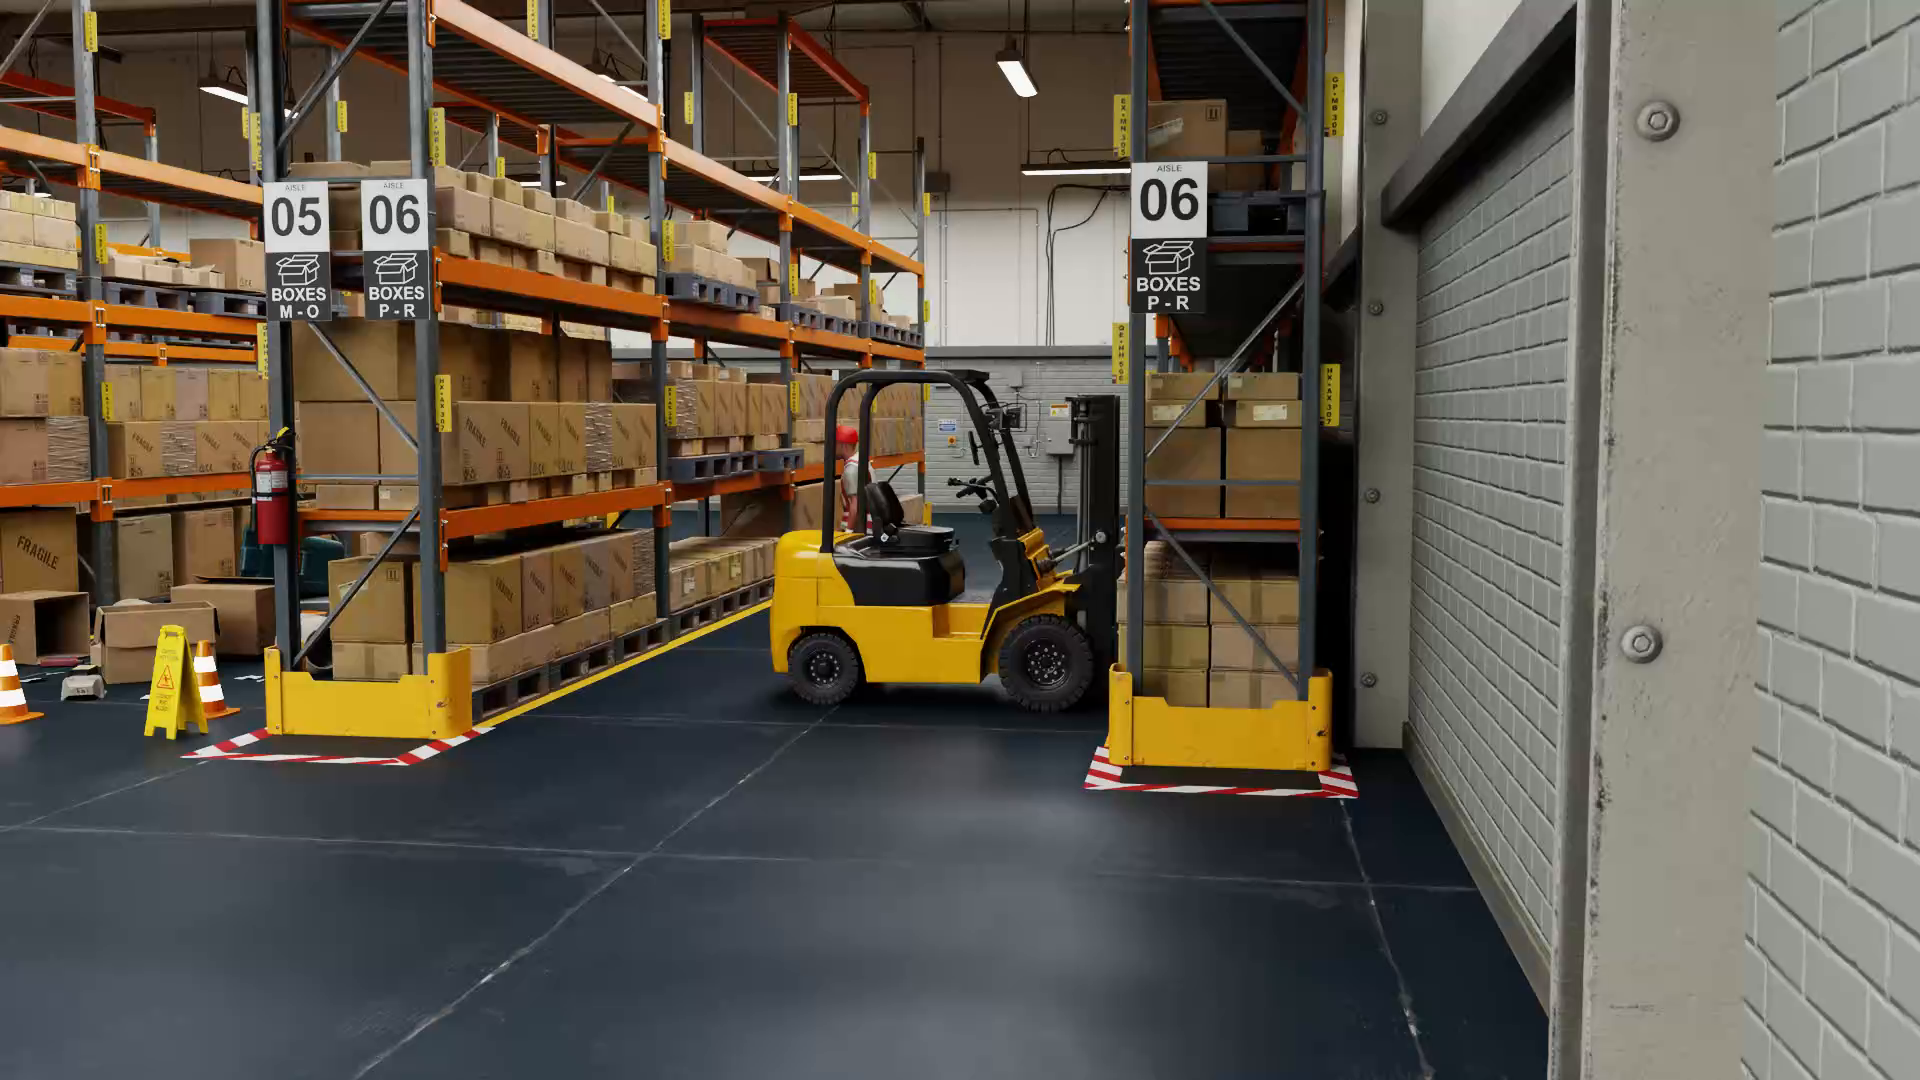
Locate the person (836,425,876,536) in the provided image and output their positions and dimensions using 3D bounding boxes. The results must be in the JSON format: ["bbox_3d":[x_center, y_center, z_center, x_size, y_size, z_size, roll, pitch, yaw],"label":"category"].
[{"bbox_3d":[-0.889,-0.061,13.775,0.453,1.778,0.615,0,4,5],"label":"person"}]
